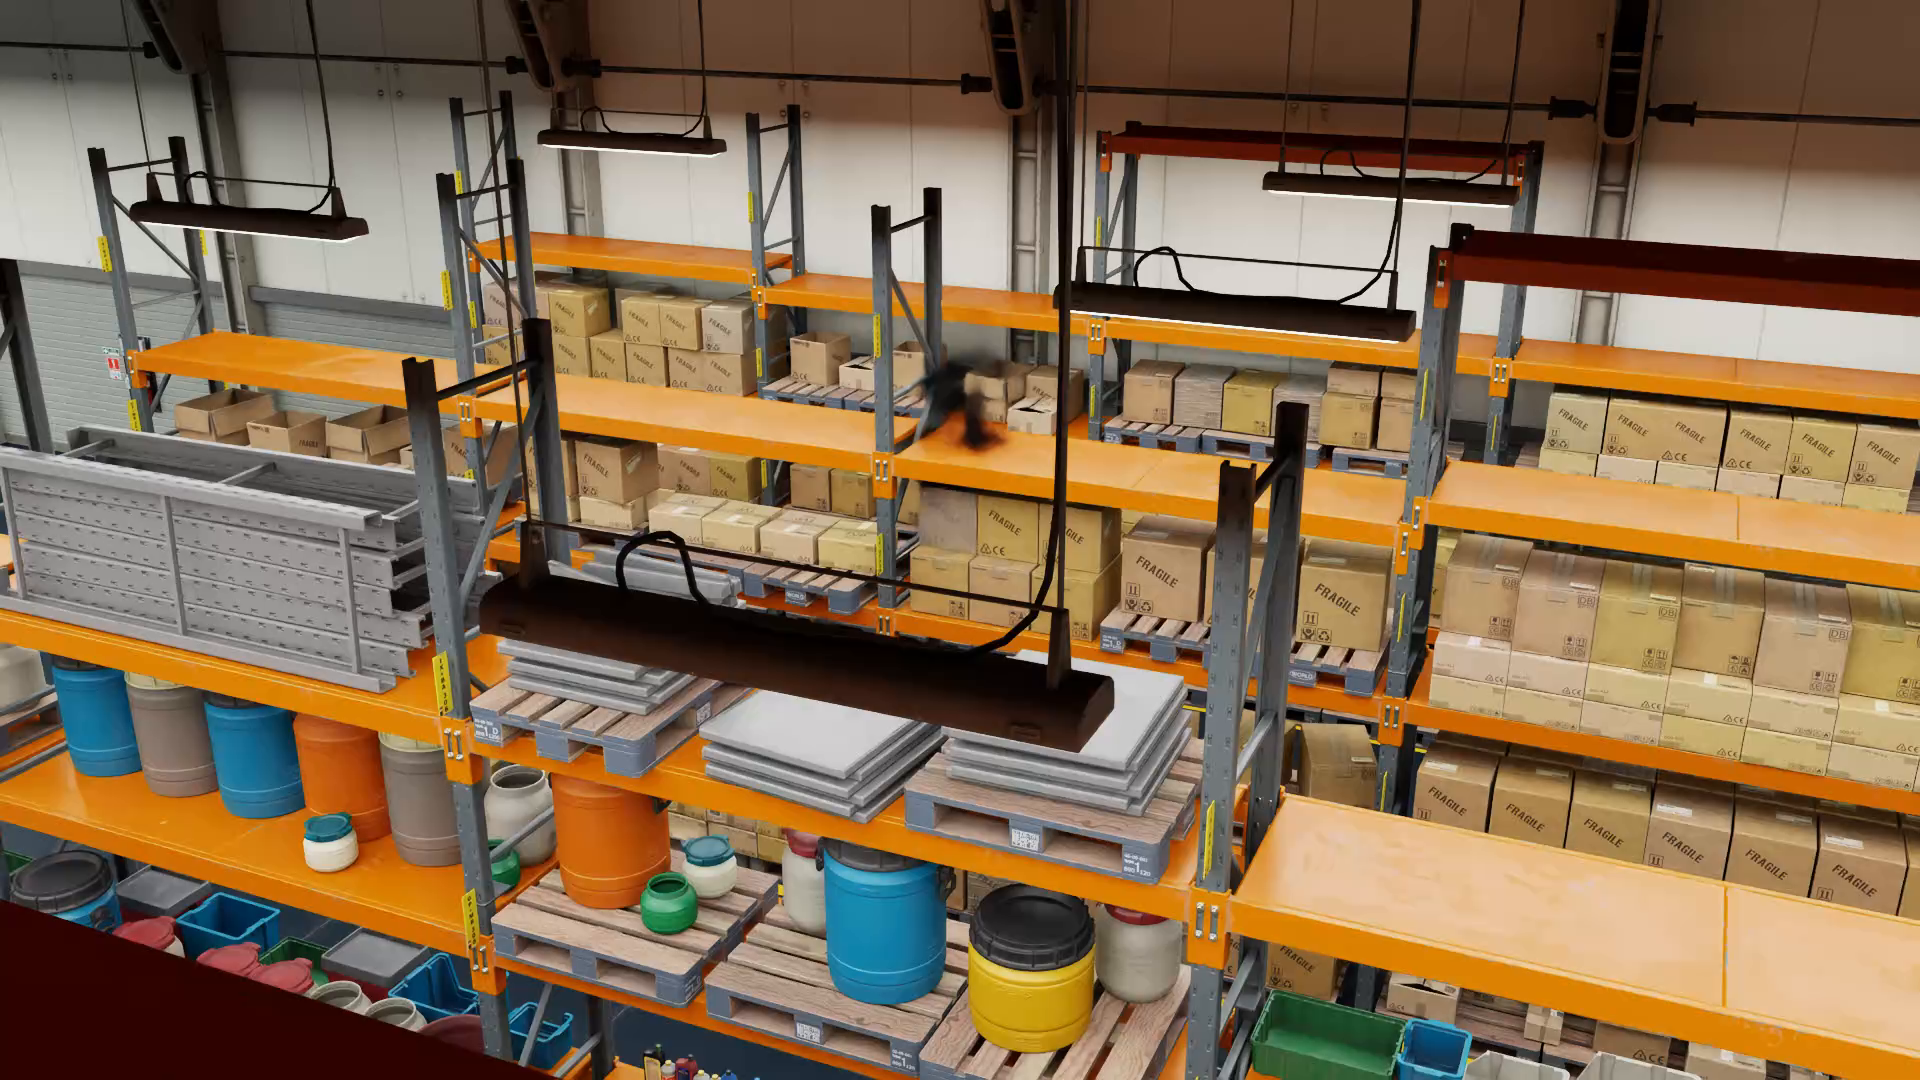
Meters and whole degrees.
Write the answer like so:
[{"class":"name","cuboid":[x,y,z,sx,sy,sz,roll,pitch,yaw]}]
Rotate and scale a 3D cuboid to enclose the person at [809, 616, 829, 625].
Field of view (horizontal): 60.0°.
[{"class":"person","cuboid":[-1.367,1.459,16.549,0.562,1.613,0.575,6,21,14]}]
